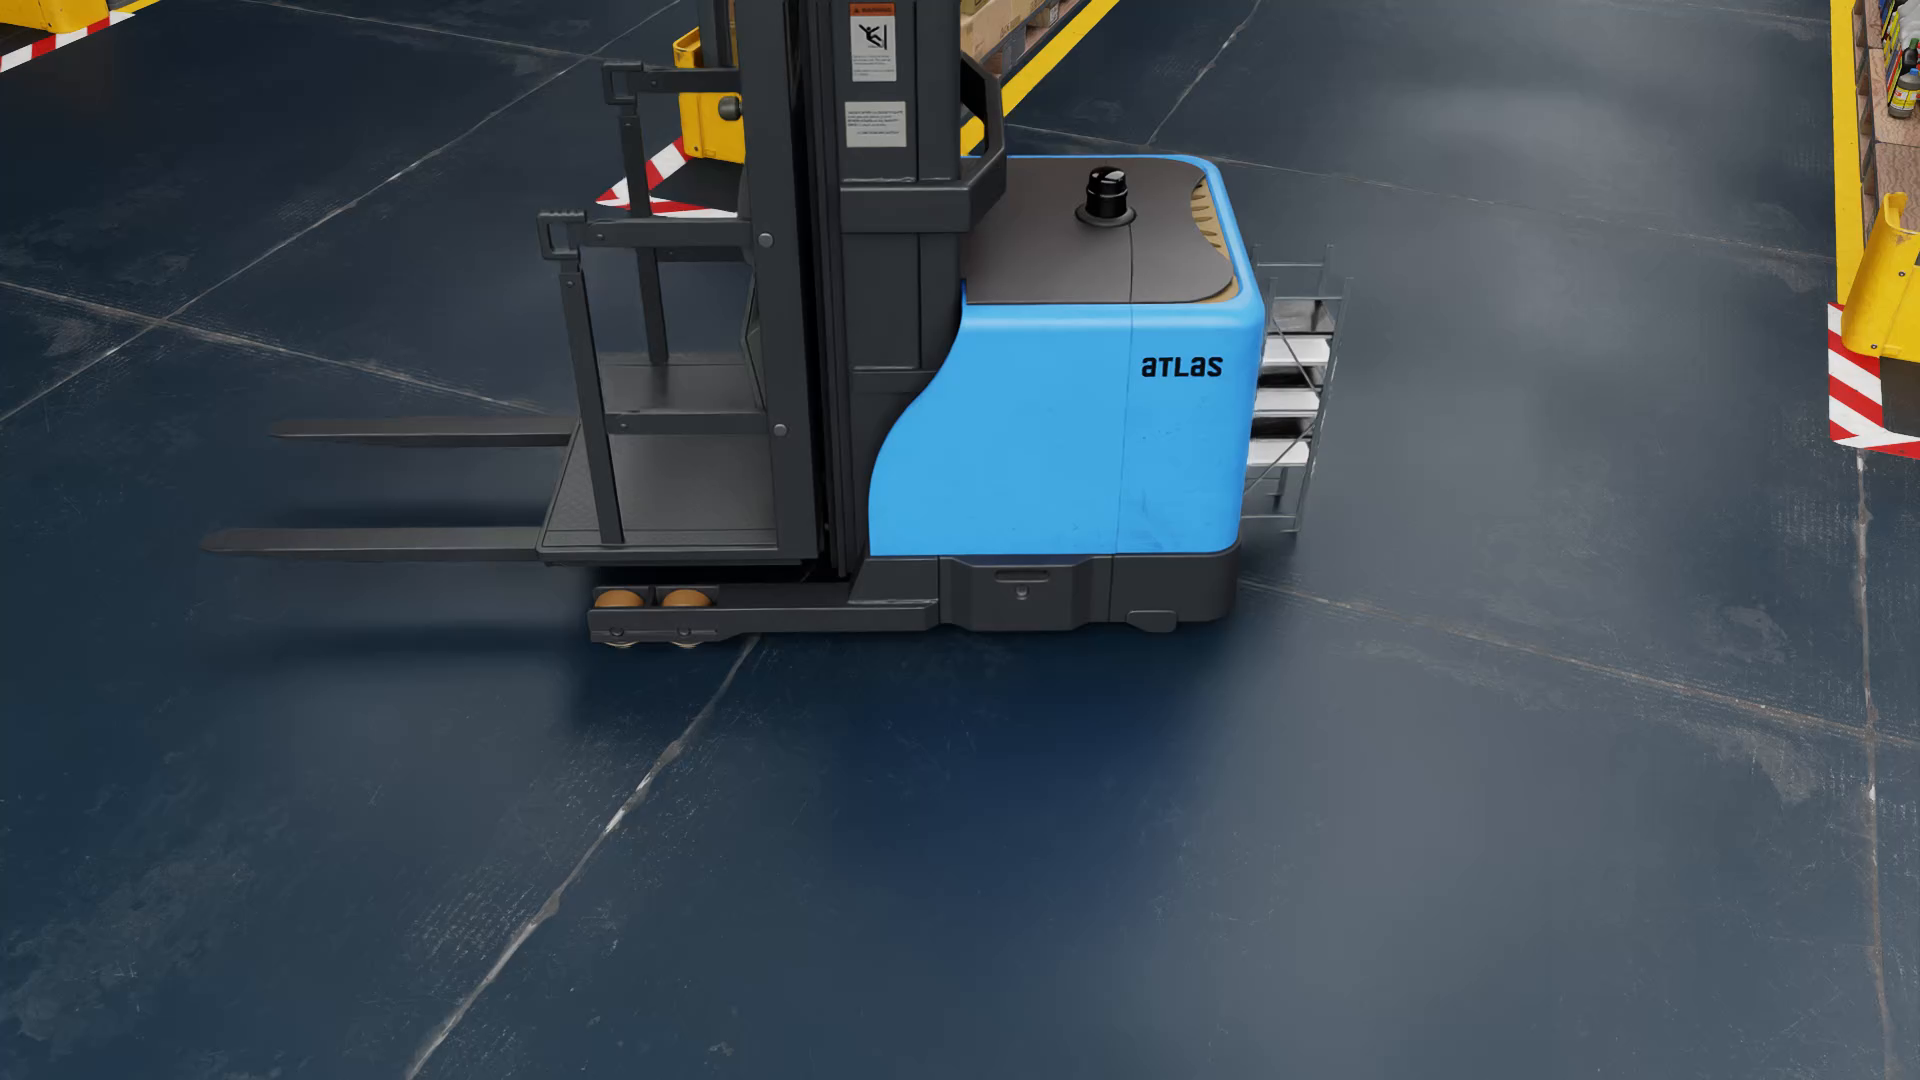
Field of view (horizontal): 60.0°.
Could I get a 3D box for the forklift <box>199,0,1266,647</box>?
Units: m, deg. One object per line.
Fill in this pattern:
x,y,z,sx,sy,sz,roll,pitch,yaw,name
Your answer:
-0.712,-1.184,4.385,3.031,2.935,1.130,0,37,-1,forklift

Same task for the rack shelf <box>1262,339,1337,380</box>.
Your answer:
0.978,-0.565,4.999,0.258,0.077,0.200,-1,37,-6,rack shelf

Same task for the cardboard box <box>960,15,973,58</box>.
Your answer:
-0.263,-2.259,7.713,0.500,0.250,0.500,14,39,18,cardboard box

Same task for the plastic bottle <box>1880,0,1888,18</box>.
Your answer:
4.738,-2.793,8.326,0.144,0.351,0.185,15,39,19,plastic bottle

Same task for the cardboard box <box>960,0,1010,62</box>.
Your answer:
-0.076,-2.537,8.084,0.500,0.250,0.500,14,39,18,cardboard box

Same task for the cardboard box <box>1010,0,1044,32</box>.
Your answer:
0.114,-2.813,8.454,0.500,0.250,0.500,14,39,18,cardboard box

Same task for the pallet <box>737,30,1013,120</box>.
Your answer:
-0.421,-2.262,8.100,1.003,0.211,1.213,14,39,18,pallet

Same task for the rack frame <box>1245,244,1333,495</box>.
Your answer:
0.961,-0.508,5.167,0.240,0.900,0.006,-1,37,-6,rack frame

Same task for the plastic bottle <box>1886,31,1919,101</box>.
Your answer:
4.321,-2.151,7.530,0.152,0.276,0.135,14,39,18,plastic bottle

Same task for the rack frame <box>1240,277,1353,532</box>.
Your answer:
0.980,-0.387,5.005,0.240,0.900,0.006,-1,37,-6,rack frame

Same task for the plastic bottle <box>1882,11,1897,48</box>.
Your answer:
4.536,-2.477,8.029,0.097,0.201,0.097,0,37,0,plastic bottle

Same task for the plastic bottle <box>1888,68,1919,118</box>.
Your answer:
4.200,-1.988,7.374,0.097,0.201,0.097,0,37,0,plastic bottle

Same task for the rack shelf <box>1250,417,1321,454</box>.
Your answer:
0.965,-0.348,5.159,0.258,0.077,0.200,-1,37,-6,rack shelf

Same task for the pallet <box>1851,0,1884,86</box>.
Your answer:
5.134,-2.551,8.486,1.003,0.211,1.213,14,39,18,pallet

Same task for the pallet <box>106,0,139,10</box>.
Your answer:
-4.885,-3.439,9.675,1.003,0.211,1.213,14,39,18,pallet

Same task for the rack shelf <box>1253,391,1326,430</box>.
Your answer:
0.969,-0.421,5.106,0.258,0.077,0.200,-1,37,-6,rack shelf

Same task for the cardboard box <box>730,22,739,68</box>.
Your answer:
-0.742,-2.377,7.871,0.500,0.250,0.500,14,39,18,cardboard box

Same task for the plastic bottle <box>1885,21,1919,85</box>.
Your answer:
4.374,-2.228,7.632,0.152,0.276,0.135,13,39,16,plastic bottle

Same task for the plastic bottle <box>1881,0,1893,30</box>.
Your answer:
4.666,-2.688,8.186,0.144,0.351,0.185,12,38,16,plastic bottle

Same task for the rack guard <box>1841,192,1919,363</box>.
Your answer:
3.892,-0.867,5.992,1.175,0.500,0.348,14,39,18,rack guard

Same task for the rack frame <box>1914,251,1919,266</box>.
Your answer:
3.906,-1.816,5.173,1.000,3.000,0.127,14,39,18,rack frame

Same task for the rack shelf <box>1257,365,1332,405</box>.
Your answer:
0.973,-0.493,5.052,0.258,0.077,0.200,-1,37,-6,rack shelf

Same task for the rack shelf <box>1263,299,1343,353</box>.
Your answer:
0.982,-0.637,4.945,0.258,0.077,0.200,-1,37,-6,rack shelf

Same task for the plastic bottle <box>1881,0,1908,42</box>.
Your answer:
4.564,-2.580,8.097,0.061,0.283,0.133,16,40,20,plastic bottle

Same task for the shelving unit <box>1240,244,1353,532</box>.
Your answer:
0.971,-0.447,5.086,0.258,0.900,0.210,-1,37,-6,shelving unit

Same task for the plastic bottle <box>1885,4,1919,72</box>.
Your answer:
4.433,-2.350,7.734,0.144,0.351,0.185,15,39,20,plastic bottle

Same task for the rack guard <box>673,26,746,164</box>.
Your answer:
-0.682,-1.931,7.416,1.175,0.500,0.348,14,39,18,rack guard

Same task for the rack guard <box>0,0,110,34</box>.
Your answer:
-5.227,-3.113,8.997,1.175,0.500,0.348,14,39,18,rack guard

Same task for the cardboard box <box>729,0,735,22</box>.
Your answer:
-0.744,-2.678,7.647,0.500,0.500,0.500,14,39,18,cardboard box

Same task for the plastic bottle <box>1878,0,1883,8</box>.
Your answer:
4.804,-2.854,8.470,0.152,0.276,0.135,15,39,19,plastic bottle

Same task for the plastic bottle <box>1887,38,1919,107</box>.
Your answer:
4.227,-2.089,7.441,0.061,0.283,0.133,15,39,19,plastic bottle

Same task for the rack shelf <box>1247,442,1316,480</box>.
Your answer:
0.960,-0.276,5.213,0.258,0.077,0.200,-1,37,-6,rack shelf

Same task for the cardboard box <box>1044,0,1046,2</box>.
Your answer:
0.309,-3.089,8.823,0.500,0.250,0.500,14,39,18,cardboard box

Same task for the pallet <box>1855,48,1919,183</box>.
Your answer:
4.672,-1.873,7.580,1.003,0.211,1.213,14,39,18,pallet

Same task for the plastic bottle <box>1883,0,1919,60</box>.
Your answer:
4.504,-2.453,7.872,0.144,0.351,0.185,14,39,17,plastic bottle

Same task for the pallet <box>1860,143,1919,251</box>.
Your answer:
4.206,-1.200,6.679,1.003,0.211,1.213,14,39,18,pallet

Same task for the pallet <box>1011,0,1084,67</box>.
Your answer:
0.045,-2.935,9.000,1.003,0.211,1.213,14,39,18,pallet

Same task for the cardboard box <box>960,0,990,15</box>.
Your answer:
-0.075,-2.837,7.859,0.500,0.500,0.500,14,39,18,cardboard box

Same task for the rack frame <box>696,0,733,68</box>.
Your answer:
-0.673,-2.946,6.686,1.000,3.000,0.127,14,39,18,rack frame
